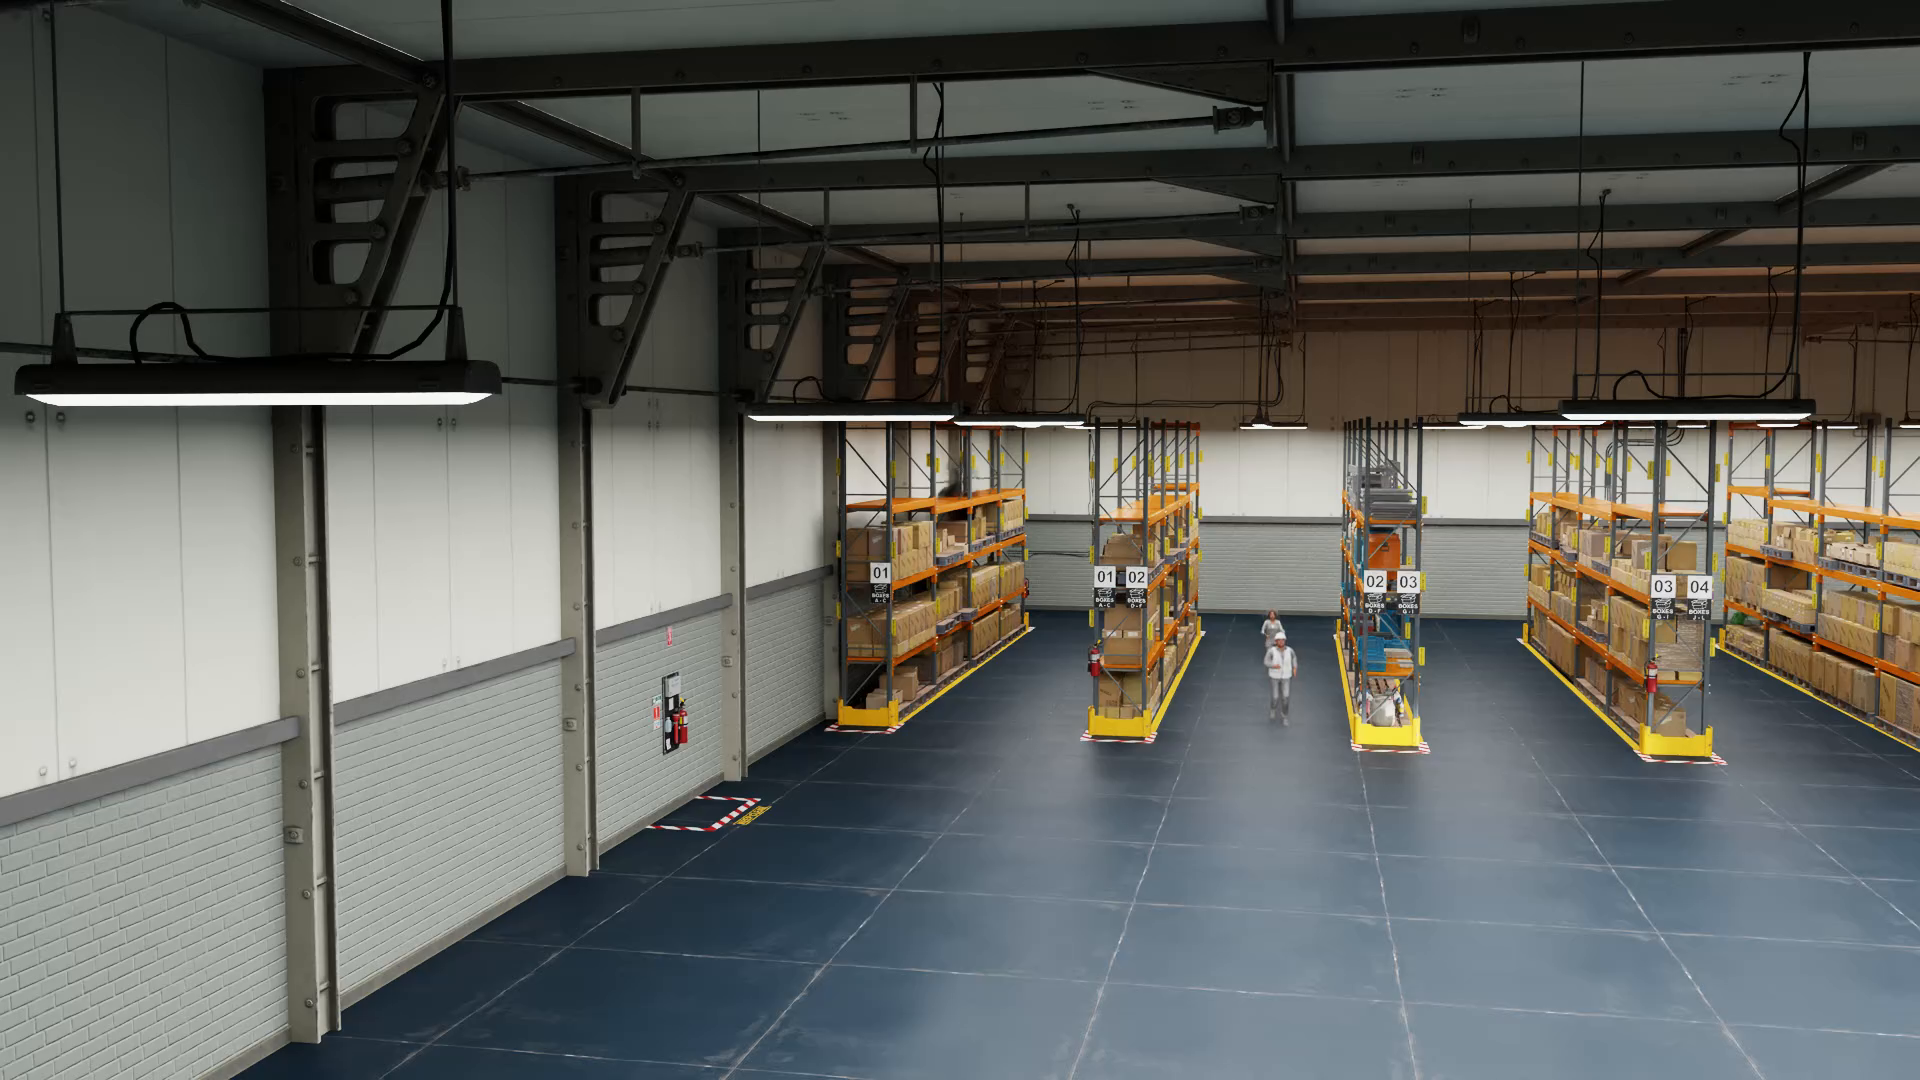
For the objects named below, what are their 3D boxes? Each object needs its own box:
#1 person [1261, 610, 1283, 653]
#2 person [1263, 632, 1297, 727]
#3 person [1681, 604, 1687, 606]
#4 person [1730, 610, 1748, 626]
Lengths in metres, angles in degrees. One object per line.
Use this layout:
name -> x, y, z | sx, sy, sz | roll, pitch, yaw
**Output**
person -> 7.311, 2.419, 38.868 | 0.527, 1.555, 0.543 | 0, 4, 4
person -> 6.287, 2.717, 32.670 | 0.674, 1.825, 0.805 | 0, 4, 1
person -> 18.891, 2.018, 44.018 | 0.844, 1.759, 0.762 | 0, 4, 3
person -> 21.252, 1.938, 45.188 | 0.533, 1.735, 0.686 | 1, 4, 9
